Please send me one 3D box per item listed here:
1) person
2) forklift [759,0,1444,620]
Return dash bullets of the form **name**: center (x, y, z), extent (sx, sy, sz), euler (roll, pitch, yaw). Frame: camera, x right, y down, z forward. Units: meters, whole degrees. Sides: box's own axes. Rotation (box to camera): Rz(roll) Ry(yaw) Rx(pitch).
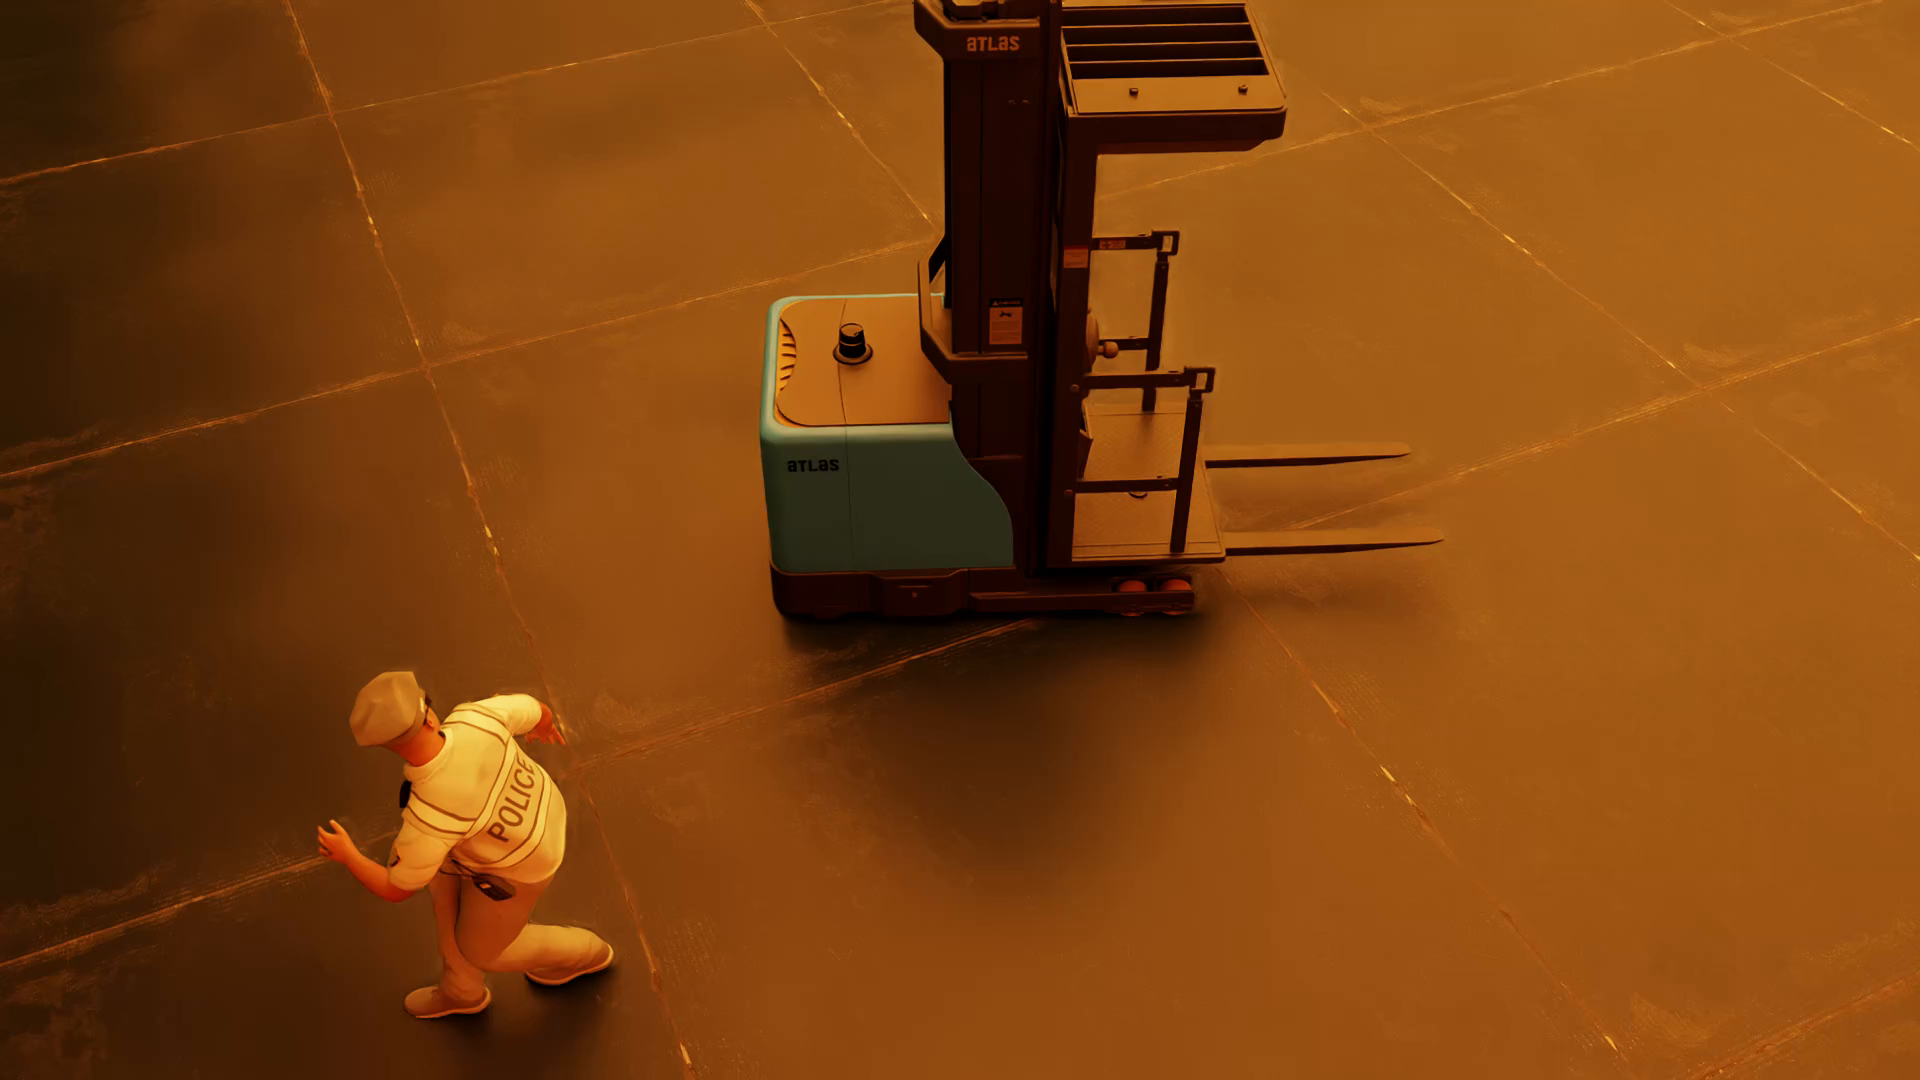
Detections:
- **person**: center (-1.696, 0.976, 5.613), extent (0.828, 1.650, 0.814), euler (-3, 43, -3)
- **forklift**: center (0.660, -1.092, 6.850), extent (3.031, 2.935, 1.130), euler (-2, 43, -2)
